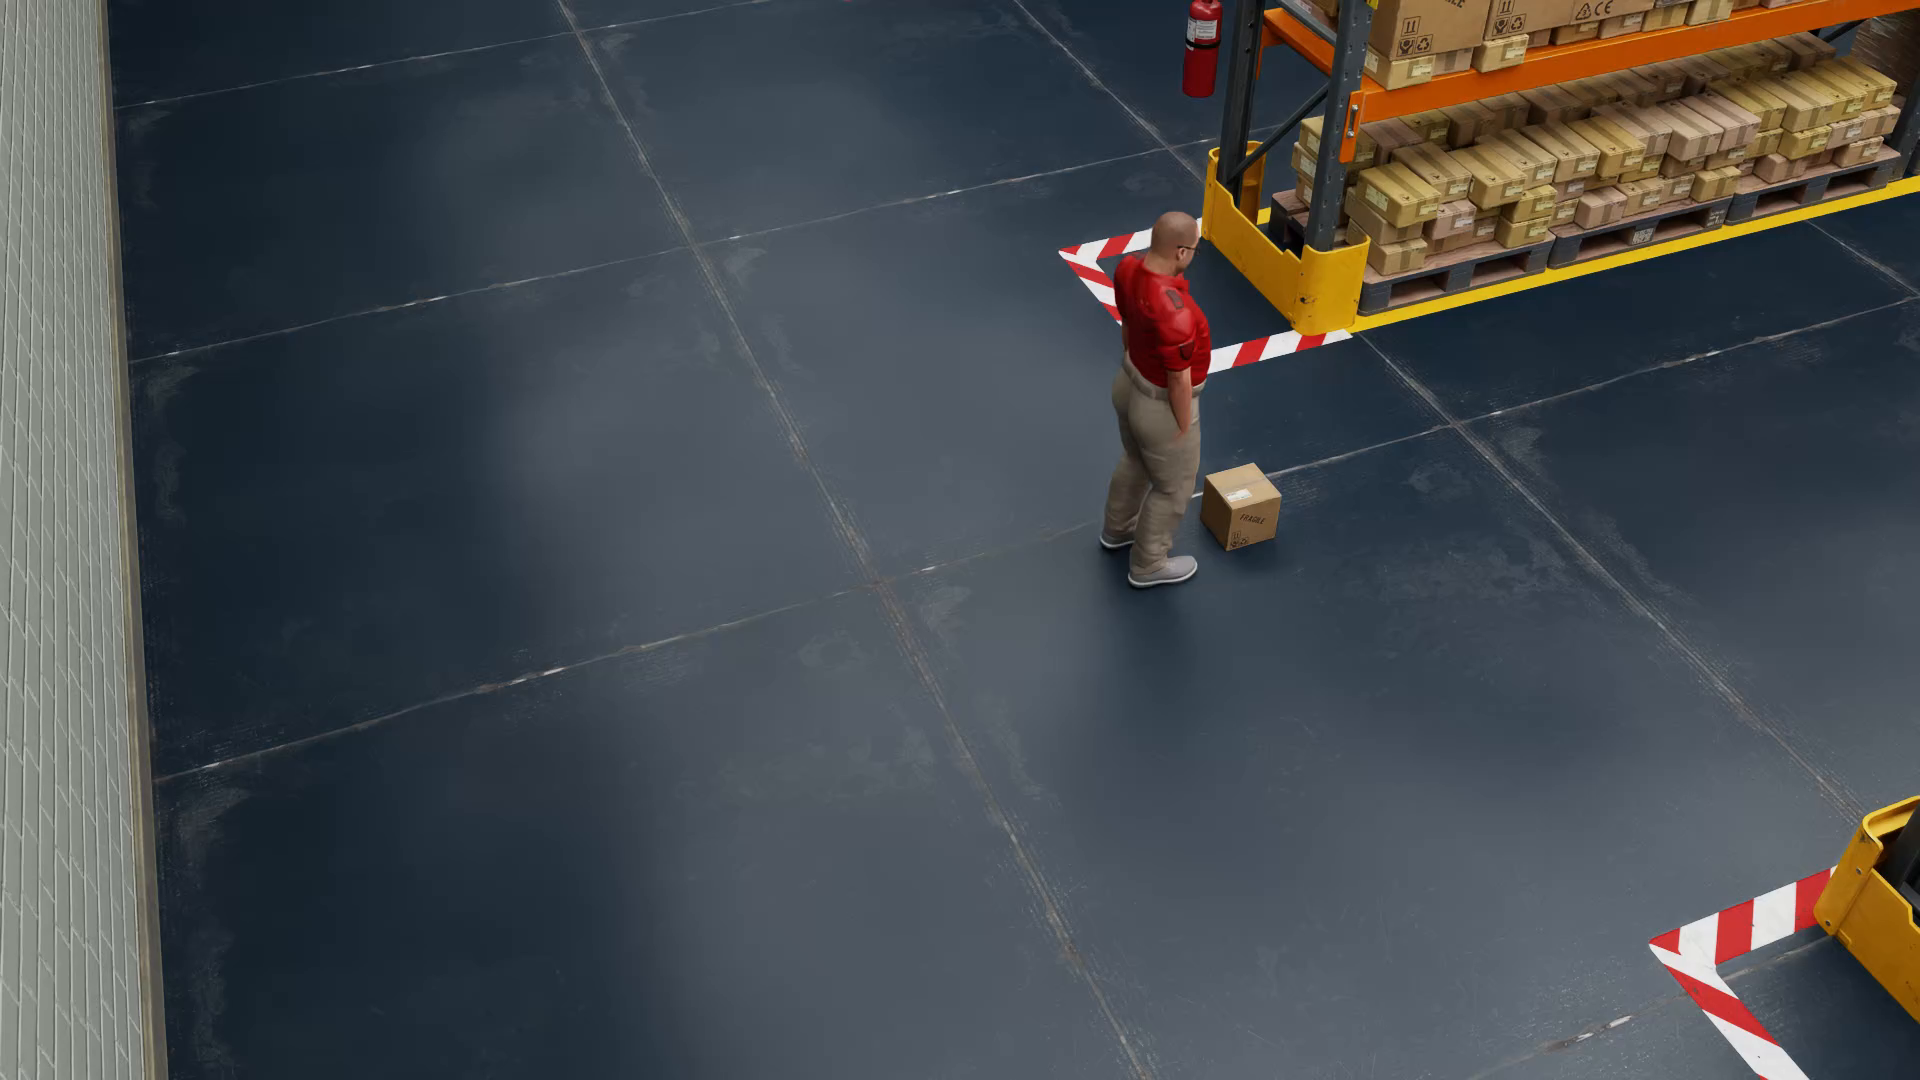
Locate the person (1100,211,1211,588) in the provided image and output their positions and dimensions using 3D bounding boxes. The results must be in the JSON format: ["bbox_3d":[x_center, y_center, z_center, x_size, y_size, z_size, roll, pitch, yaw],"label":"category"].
[{"bbox_3d":[0.818,-0.582,6.844,0.358,1.723,0.531,-14,43,-16],"label":"person"}]
